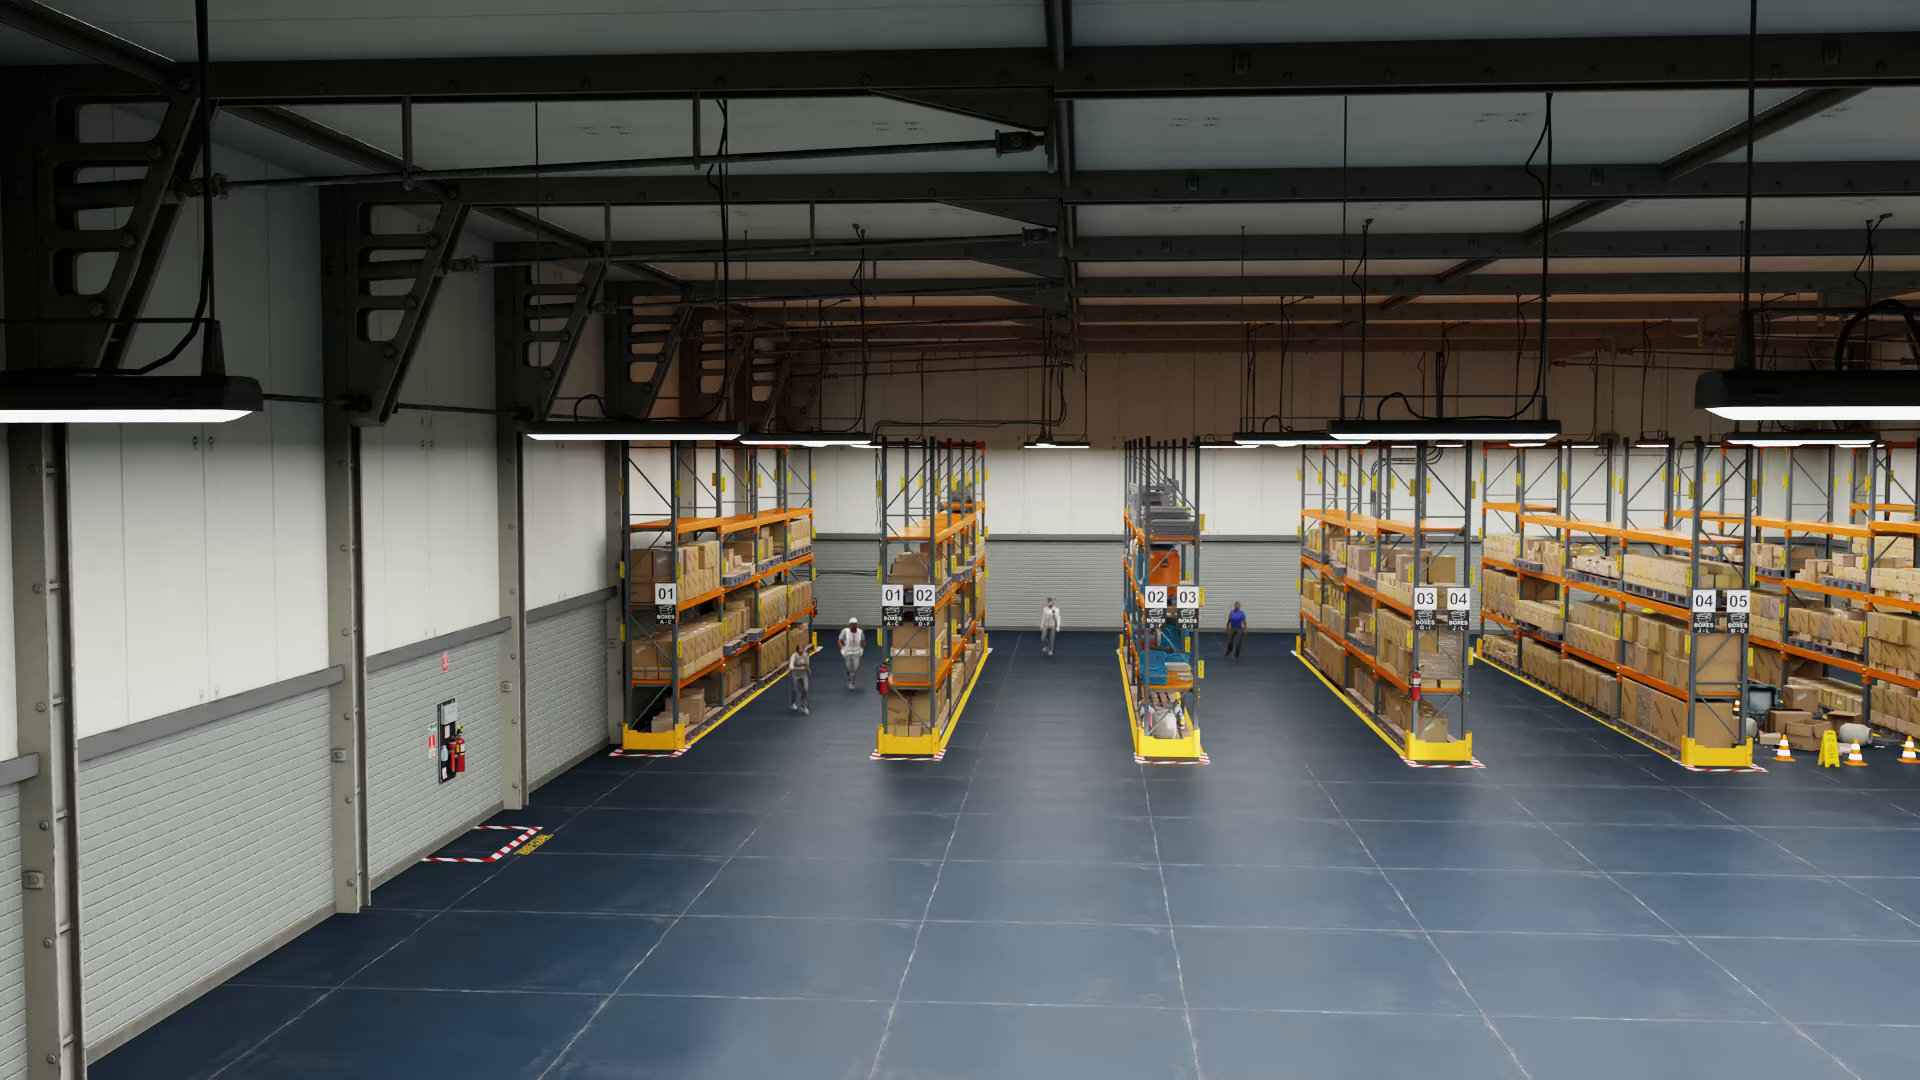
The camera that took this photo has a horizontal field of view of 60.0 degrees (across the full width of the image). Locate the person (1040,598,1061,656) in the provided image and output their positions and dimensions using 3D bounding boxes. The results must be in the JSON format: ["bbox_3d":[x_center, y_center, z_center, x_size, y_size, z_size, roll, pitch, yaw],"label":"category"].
[{"bbox_3d":[2.532,2.419,46.527,0.634,1.645,0.501,1,3,16],"label":"person"}]

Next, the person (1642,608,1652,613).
[{"bbox_3d":[17.415,2.586,42.189,0.701,1.748,0.931,-1,3,-14],"label":"person"}]

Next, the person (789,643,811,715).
[{"bbox_3d":[-3.500,3.024,36.278,0.542,1.526,0.904,-1,3,-22],"label":"person"}]

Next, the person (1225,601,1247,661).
[{"bbox_3d":[7.537,2.482,45.482,0.634,1.626,0.653,1,3,17],"label":"person"}]

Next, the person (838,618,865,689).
[{"bbox_3d":[-2.612,2.724,40.091,0.680,1.721,0.588,-1,3,-12],"label":"person"}]
